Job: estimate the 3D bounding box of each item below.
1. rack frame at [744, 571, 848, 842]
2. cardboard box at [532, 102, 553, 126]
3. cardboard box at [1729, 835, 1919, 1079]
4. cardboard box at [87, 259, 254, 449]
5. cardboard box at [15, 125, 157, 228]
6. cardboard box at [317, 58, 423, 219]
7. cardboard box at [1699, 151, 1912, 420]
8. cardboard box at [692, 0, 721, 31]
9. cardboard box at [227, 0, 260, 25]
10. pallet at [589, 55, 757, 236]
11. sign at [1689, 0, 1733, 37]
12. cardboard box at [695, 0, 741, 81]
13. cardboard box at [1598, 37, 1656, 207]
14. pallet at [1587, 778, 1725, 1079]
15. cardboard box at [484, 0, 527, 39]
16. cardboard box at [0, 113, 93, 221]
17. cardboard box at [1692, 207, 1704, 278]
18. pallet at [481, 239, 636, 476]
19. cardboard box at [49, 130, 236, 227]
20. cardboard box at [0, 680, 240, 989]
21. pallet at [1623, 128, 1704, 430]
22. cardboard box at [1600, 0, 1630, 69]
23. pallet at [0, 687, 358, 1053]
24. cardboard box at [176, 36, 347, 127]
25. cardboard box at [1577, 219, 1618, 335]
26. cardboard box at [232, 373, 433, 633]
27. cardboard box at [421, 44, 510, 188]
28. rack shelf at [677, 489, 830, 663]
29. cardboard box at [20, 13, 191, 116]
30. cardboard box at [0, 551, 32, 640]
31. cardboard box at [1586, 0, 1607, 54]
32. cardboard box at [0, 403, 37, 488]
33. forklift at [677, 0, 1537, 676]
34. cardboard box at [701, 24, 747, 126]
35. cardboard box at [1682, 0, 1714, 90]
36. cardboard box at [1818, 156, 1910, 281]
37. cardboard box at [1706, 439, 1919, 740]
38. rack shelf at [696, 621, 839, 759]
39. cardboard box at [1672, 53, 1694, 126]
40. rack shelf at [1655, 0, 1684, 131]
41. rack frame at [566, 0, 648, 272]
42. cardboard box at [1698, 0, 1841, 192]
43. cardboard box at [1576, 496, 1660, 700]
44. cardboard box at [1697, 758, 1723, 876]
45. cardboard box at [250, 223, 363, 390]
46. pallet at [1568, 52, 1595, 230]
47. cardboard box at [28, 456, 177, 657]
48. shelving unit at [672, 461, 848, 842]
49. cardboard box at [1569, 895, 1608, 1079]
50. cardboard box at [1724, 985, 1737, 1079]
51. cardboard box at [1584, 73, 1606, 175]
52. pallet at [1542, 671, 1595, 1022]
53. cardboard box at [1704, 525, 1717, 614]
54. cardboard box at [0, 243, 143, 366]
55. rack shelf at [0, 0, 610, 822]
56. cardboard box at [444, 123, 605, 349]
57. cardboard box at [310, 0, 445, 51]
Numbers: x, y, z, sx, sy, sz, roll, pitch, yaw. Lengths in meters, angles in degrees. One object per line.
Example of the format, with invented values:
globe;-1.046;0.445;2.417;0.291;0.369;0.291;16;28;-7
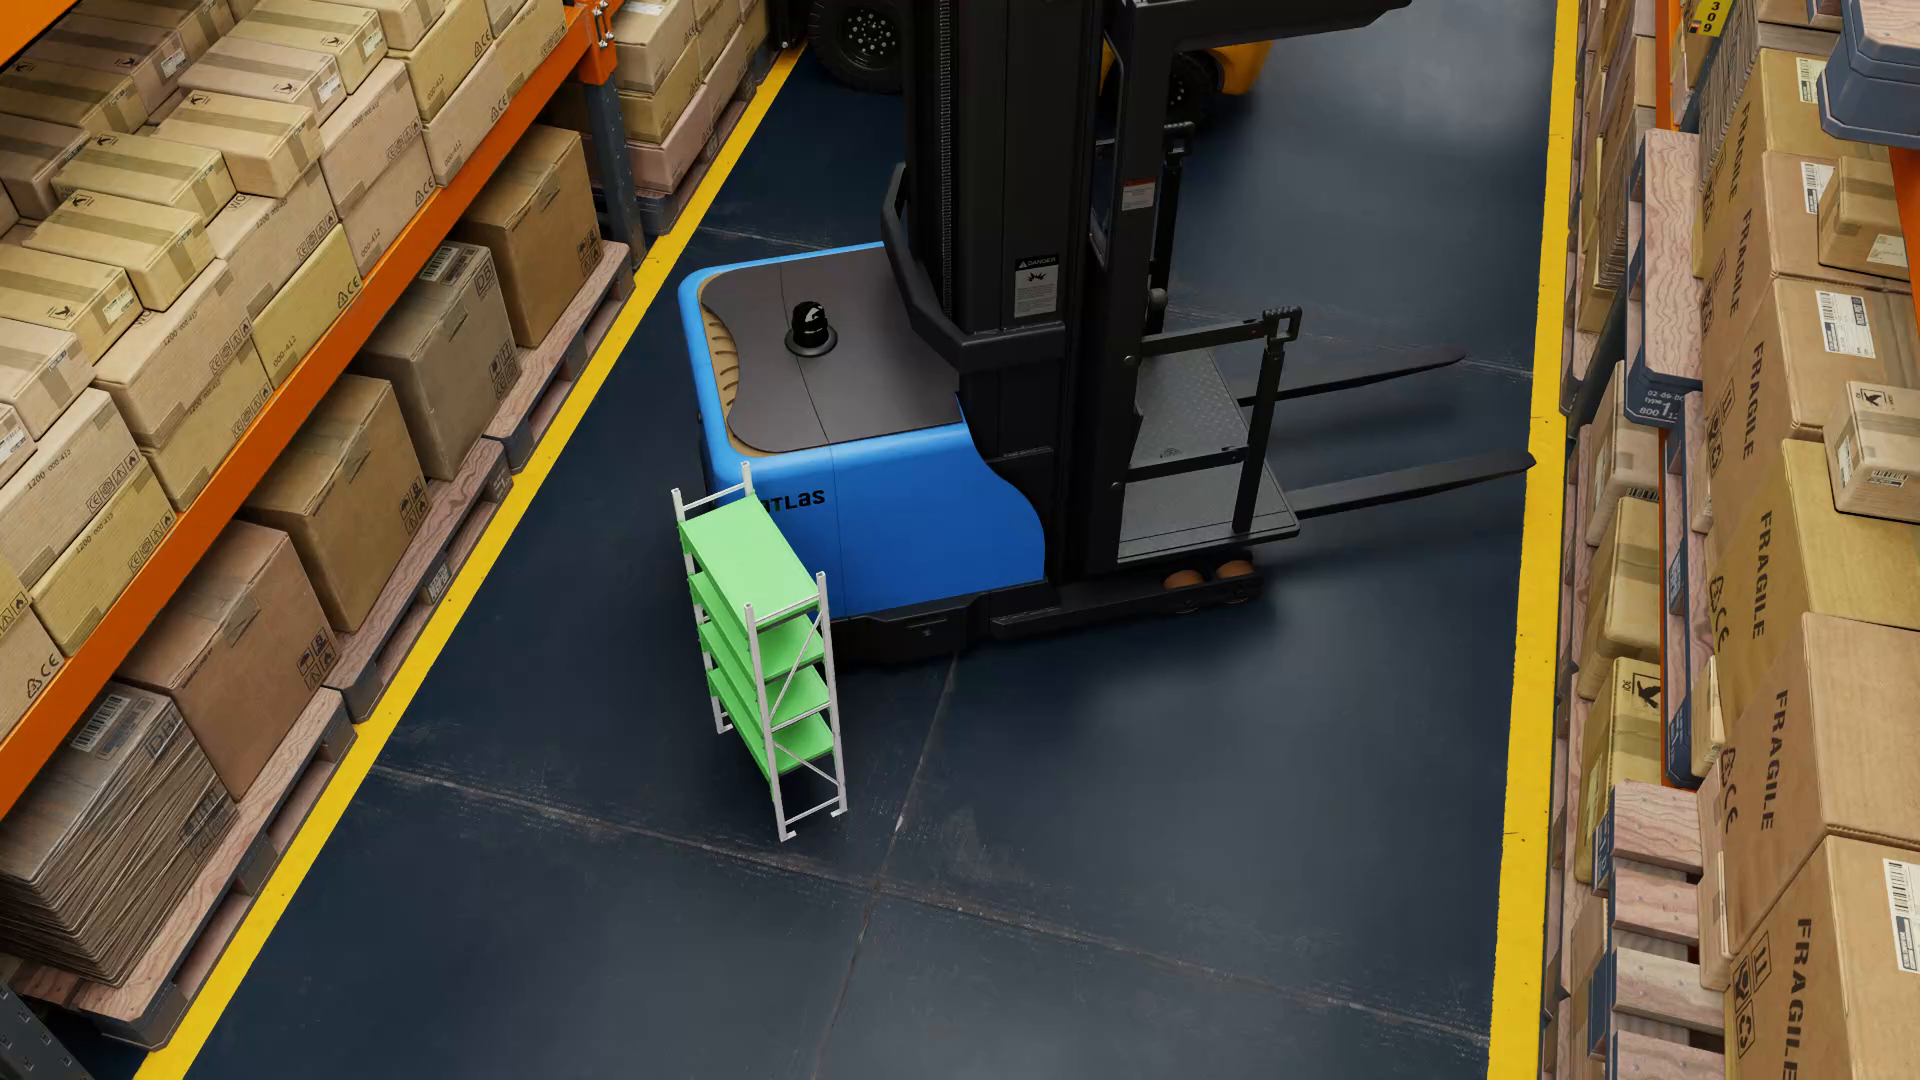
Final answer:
rack frame;-0.477;0.532;4.980;0.240;1.200;0.015;-23;53;-19
cardboard box;-1.953;-2.099;7.323;0.500;0.250;0.500;11;49;9
cardboard box;1.705;0.904;2.906;0.500;0.500;0.500;10;49;9
cardboard box;-2.295;-0.544;4.496;0.500;0.250;0.500;10;49;9
cardboard box;-2.679;-1.009;4.906;0.500;0.250;0.500;11;49;9
cardboard box;-2.034;-1.280;5.146;0.500;0.250;0.500;12;50;11
cardboard box;2.232;-0.606;4.239;0.500;0.500;0.500;11;50;10
cardboard box;-1.309;-2.528;7.367;0.500;0.250;0.500;12;50;10
cardboard box;-2.418;-1.795;5.334;0.380;0.149;0.250;11;50;10
pallet;-1.633;-1.956;7.836;1.003;0.211;1.213;12;50;10
sign;2.381;-1.723;5.193;0.100;0.325;0.005;12;50;10
cardboard box;-1.327;-2.360;7.553;0.500;0.250;0.500;11;50;10
cardboard box;2.935;-1.662;6.770;0.500;0.500;0.500;12;50;11
pallet;1.938;1.085;3.420;1.213;0.211;1.003;12;50;10
cardboard box;-1.766;-2.022;5.801;0.500;0.250;0.500;11;49;9
cardboard box;-2.660;-1.056;4.682;0.380;0.149;0.250;13;50;11
cardboard box;2.382;-0.875;4.909;0.380;0.149;0.250;12;50;11
pallet;-2.039;-0.849;6.858;1.003;0.211;1.213;12;50;10
cardboard box;-2.263;-0.982;4.617;0.380;0.149;0.250;12;50;10
cardboard box;-2.759;0.780;4.865;0.875;0.625;0.625;13;50;11
pallet;2.565;-0.748;5.037;1.003;0.211;1.213;12;50;10
cardboard box;3.201;-2.419;7.438;0.500;0.500;0.500;12;50;11
pallet;-2.682;0.916;5.301;1.003;0.211;1.213;12;50;10
cardboard box;-2.067;-1.339;4.932;0.380;0.149;0.250;12;50;10
cardboard box;2.803;-1.045;6.726;0.500;0.250;0.500;14;50;12
cardboard box;-2.417;-0.182;5.713;0.875;0.625;0.625;10;49;8
cardboard box;-1.890;-1.482;5.657;0.500;0.250;0.500;11;50;10
rack shelf;-0.599;0.098;4.808;0.258;0.148;0.480;-23;53;-19
cardboard box;-2.569;-1.436;5.018;0.380;0.149;0.250;11;50;10
cardboard box;-2.559;0.198;3.842;0.500;0.250;0.500;12;50;10
cardboard box;3.339;-2.561;8.064;0.500;0.250;0.500;13;50;11
cardboard box;-2.456;-0.223;3.947;0.380;0.149;0.250;13;50;11
forklift;0.605;-1.081;5.249;3.031;2.935;1.130;-10;49;-9
cardboard box;-1.318;-2.196;7.741;0.500;0.250;0.500;11;49;9
cardboard box;2.783;-1.837;5.606;0.500;0.500;0.500;10;49;9
cardboard box;2.255;-0.744;3.928;0.380;0.149;0.250;14;50;12
cardboard box;1.962;0.162;3.561;0.500;0.500;0.500;9;49;7
rack shelf;-0.599;0.416;5.168;0.258;0.148;0.480;-23;53;-19
cardboard box;2.697;-1.545;5.780;0.380;0.149;0.250;11;50;10
rack shelf;3.433;-2.544;6.974;1.077;0.370;4.000;12;50;10
rack frame;-1.883;-2.312;6.290;1.000;3.000;0.127;12;50;10
cardboard box;2.506;-1.323;4.872;0.500;0.500;0.500;13;50;11
cardboard box;2.585;0.296;5.461;0.950;0.372;0.625;14;50;12
cardboard box;1.811;0.639;3.573;0.380;0.149;0.250;9;49;8
cardboard box;-2.179;-0.754;5.014;0.500;0.250;0.500;13;50;11
pallet;3.368;-1.791;7.690;1.003;0.211;1.213;12;50;10
cardboard box;-2.446;-0.005;4.354;0.500;0.250;0.500;11;49;9
shelving unit;-0.599;0.374;5.120;0.258;1.200;0.503;-23;53;-19
cardboard box;2.198;1.347;4.534;0.950;0.372;0.625;11;49;9
cardboard box;1.714;1.010;3.245;0.380;0.149;0.250;12;50;11
cardboard box;3.072;-1.799;7.391;0.500;0.250;0.500;12;50;11
pallet;2.384;1.036;5.195;1.003;0.211;1.213;12;50;10
cardboard box;2.044;0.082;4.064;0.380;0.149;0.250;10;49;9
cardboard box;-2.362;-0.603;4.282;0.380;0.149;0.250;12;50;10
rack shelf;-2.410;-0.627;5.283;1.077;0.370;4.000;12;50;10
cardboard box;-2.010;-1.286;6.688;0.875;0.625;0.625;14;50;12
cardboard box;-1.866;-1.696;5.247;0.380;0.149;0.250;10;49;9
